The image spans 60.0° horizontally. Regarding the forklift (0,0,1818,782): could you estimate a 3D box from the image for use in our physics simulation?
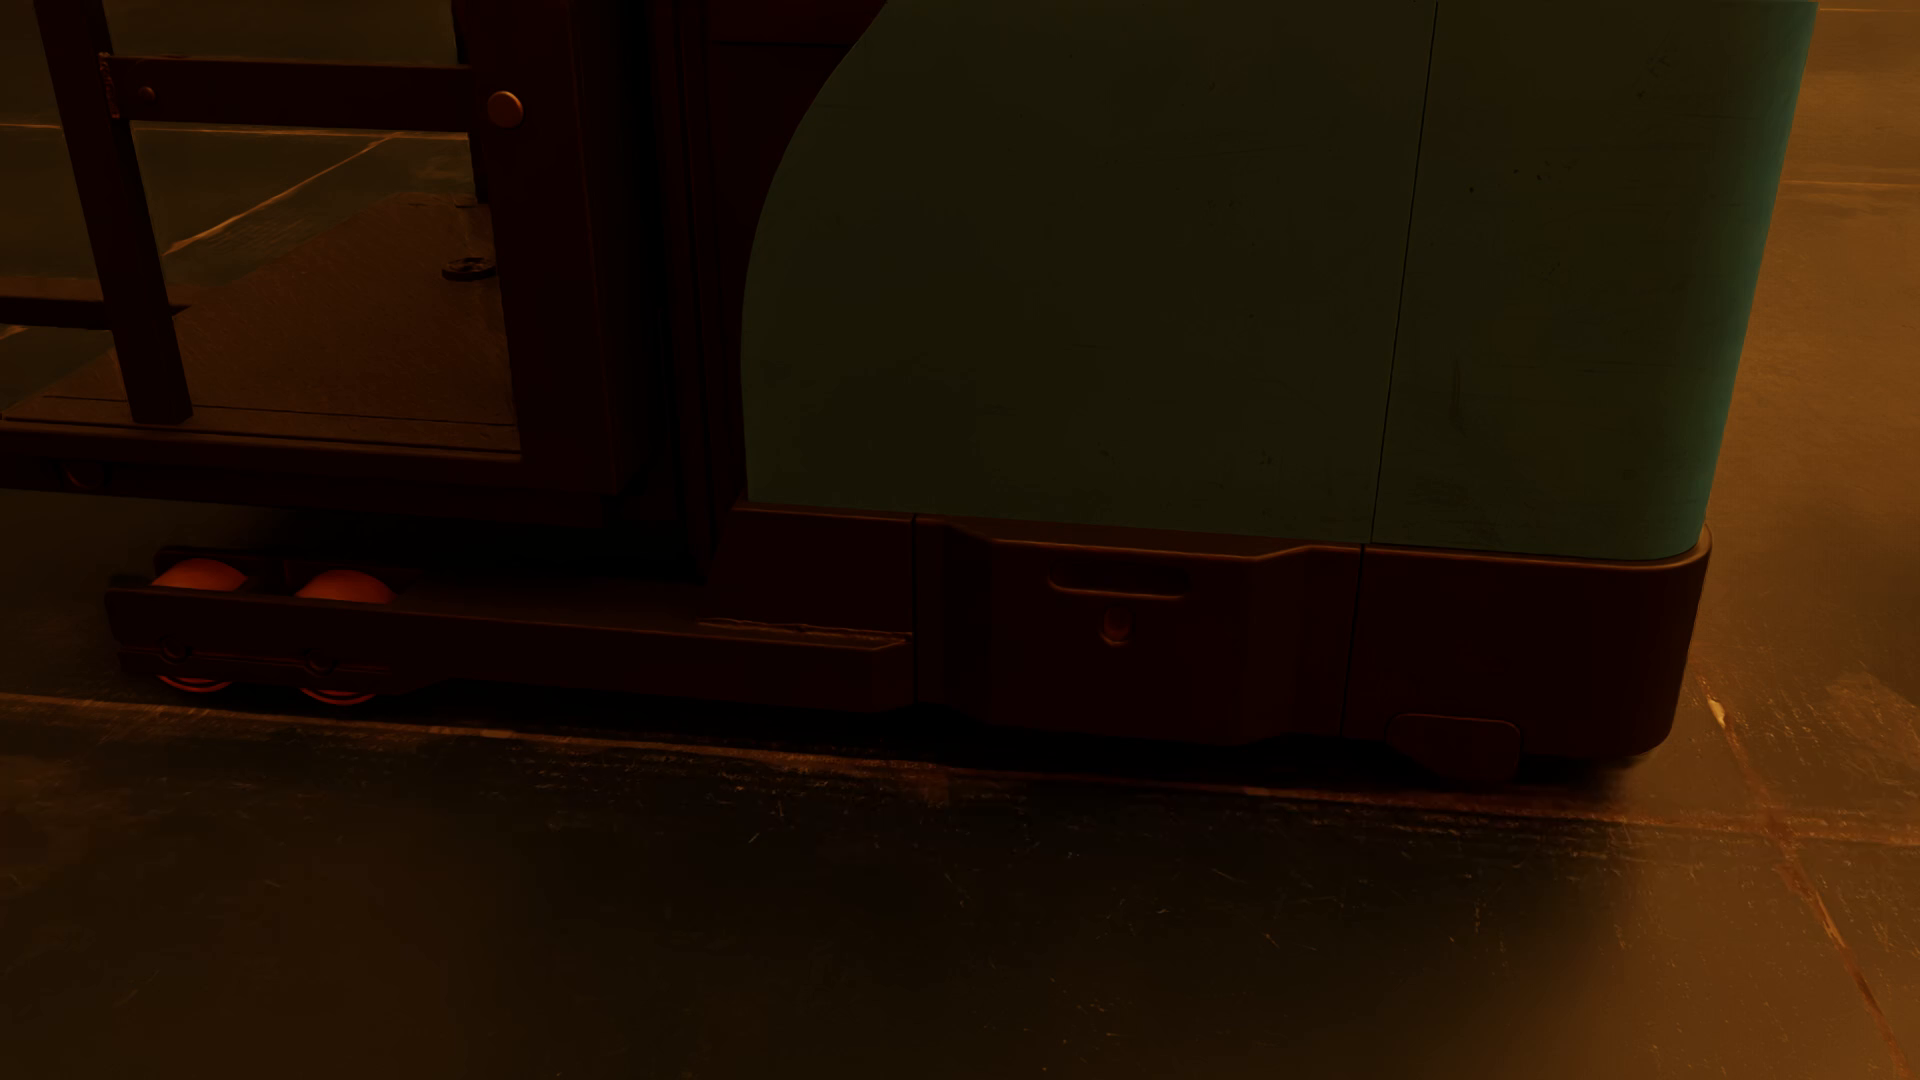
[{"bbox_3d":[-0.610,-1.332,1.887,3.031,2.935,1.130,4,27,8],"label":"forklift"}]
